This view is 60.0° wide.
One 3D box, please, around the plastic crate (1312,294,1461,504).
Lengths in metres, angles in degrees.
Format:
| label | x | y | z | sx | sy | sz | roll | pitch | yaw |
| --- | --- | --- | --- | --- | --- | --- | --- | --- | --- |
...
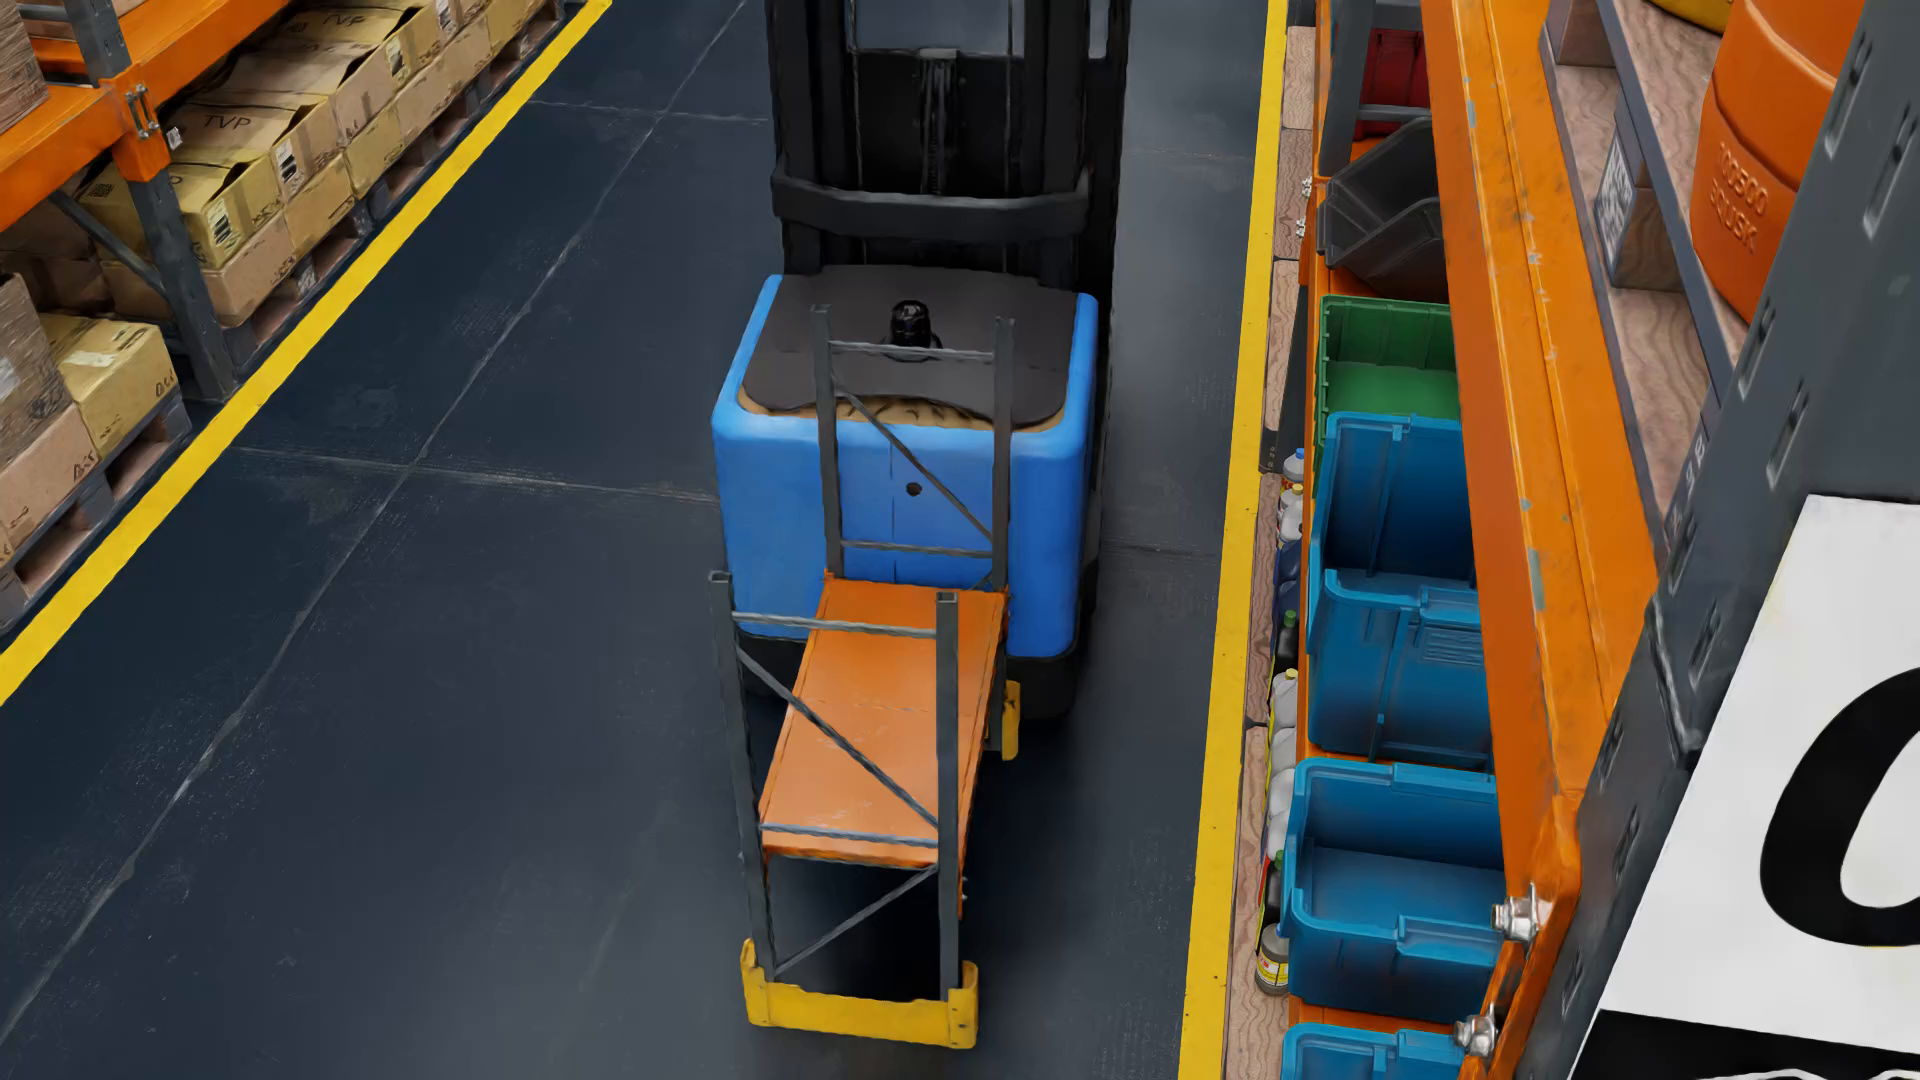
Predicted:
| label | x | y | z | sx | sy | sz | roll | pitch | yaw |
| --- | --- | --- | --- | --- | --- | --- | --- | --- | --- |
| plastic crate | 1.067 | -0.313 | 3.941 | 0.450 | 0.188 | 0.662 | 6 | 40 | 8 |

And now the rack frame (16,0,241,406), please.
| label | x | y | z | sx | sy | sz | roll | pitch | yaw |
| --- | --- | --- | --- | --- | --- | --- | --- | --- | --- |
| rack frame | -3.298 | -1.764 | 5.530 | 1.000 | 3.000 | 0.127 | 6 | 40 | 8 |

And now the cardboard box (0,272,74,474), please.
| label | x | y | z | sx | sy | sz | roll | pitch | yaw |
| --- | --- | --- | --- | --- | --- | --- | --- | --- | --- |
| cardboard box | -3.261 | -0.528 | 5.274 | 0.500 | 0.500 | 0.500 | 6 | 40 | 8 |

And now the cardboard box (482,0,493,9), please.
| label | x | y | z | sx | sy | sz | roll | pitch | yaw |
| --- | --- | --- | --- | --- | --- | --- | --- | --- | --- |
| cardboard box | -2.537 | -2.910 | 8.304 | 0.500 | 0.311 | 0.500 | 6 | 40 | 7 |

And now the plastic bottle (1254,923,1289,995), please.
| label | x | y | z | sx | sy | sz | roll | pitch | yaw |
| --- | --- | --- | --- | --- | --- | --- | --- | --- | --- |
| plastic bottle | 0.774 | 1.003 | 4.034 | 0.097 | 0.201 | 0.097 | 0 | 40 | 0 |

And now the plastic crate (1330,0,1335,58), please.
| label | x | y | z | sx | sy | sz | roll | pitch | yaw |
| --- | --- | --- | --- | --- | --- | --- | --- | --- | --- |
| plastic crate | 1.465 | -1.936 | 5.750 | 0.392 | 0.384 | 0.575 | 6 | 40 | 8 |

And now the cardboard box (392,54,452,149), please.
| label | x | y | z | sx | sy | sz | roll | pitch | yaw |
| --- | --- | --- | --- | --- | --- | --- | --- | --- | --- |
| cardboard box | -2.718 | -2.057 | 7.712 | 0.500 | 0.250 | 0.500 | 7 | 40 | 9 |

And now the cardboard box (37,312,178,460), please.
| label | x | y | z | sx | sy | sz | roll | pitch | yaw |
| --- | --- | --- | --- | --- | --- | --- | --- | --- | --- |
| cardboard box | -3.163 | -0.551 | 5.891 | 0.500 | 0.250 | 0.500 | 6 | 40 | 8 |

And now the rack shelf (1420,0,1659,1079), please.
| label | x | y | z | sx | sy | sz | roll | pitch | yaw |
| --- | --- | --- | --- | --- | --- | --- | --- | --- | --- |
| rack shelf | 1.234 | -0.839 | 2.621 | 1.077 | 0.370 | 4.000 | 6 | 40 | 8 |

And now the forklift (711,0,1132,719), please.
| label | x | y | z | sx | sy | sz | roll | pitch | yaw |
| --- | --- | --- | --- | --- | --- | --- | --- | --- | --- |
| forklift | -0.008 | -1.527 | 5.297 | 1.130 | 2.935 | 3.031 | 4 | 40 | 5 |

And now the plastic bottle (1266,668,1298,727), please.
| label | x | y | z | sx | sy | sz | roll | pitch | yaw |
| --- | --- | --- | --- | --- | --- | --- | --- | --- | --- |
| plastic bottle | 0.927 | 0.448 | 4.705 | 0.097 | 0.201 | 0.097 | 0 | 40 | 0 |

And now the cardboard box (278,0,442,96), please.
| label | x | y | z | sx | sy | sz | roll | pitch | yaw |
| --- | --- | --- | --- | --- | --- | --- | --- | --- | --- |
| cardboard box | -2.716 | -2.279 | 7.541 | 0.500 | 0.311 | 0.500 | 7 | 40 | 9 |

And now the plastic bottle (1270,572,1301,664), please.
| label | x | y | z | sx | sy | sz | roll | pitch | yaw |
| --- | --- | --- | --- | --- | --- | --- | --- | --- | --- |
| plastic bottle | 0.999 | 0.215 | 4.869 | 0.144 | 0.351 | 0.185 | 5 | 40 | 6 |

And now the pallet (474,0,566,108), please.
| label | x | y | z | sx | sy | sz | roll | pitch | yaw |
| --- | --- | --- | --- | --- | --- | --- | --- | --- | --- |
| pallet | -2.786 | -2.687 | 8.835 | 1.003 | 0.211 | 1.213 | 6 | 40 | 8 |

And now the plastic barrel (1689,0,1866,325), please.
| label | x | y | z | sx | sy | sz | roll | pitch | yaw |
| --- | --- | --- | --- | --- | --- | --- | --- | --- | --- |
| plastic barrel | 0.847 | -0.508 | 0.989 | 0.600 | 0.830 | 0.708 | 6 | 40 | 8 |

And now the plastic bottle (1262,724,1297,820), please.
| label | x | y | z | sx | sy | sz | roll | pitch | yaw |
| --- | --- | --- | --- | --- | --- | --- | --- | --- | --- |
| plastic bottle | 0.893 | 0.599 | 4.405 | 0.144 | 0.351 | 0.185 | 8 | 40 | 10 |

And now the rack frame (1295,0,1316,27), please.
| label | x | y | z | sx | sy | sz | roll | pitch | yaw |
| --- | --- | --- | --- | --- | --- | --- | --- | --- | --- |
| rack frame | 2.272 | -3.726 | 7.902 | 1.000 | 3.000 | 0.127 | 6 | 40 | 8 |

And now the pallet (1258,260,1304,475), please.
| label | x | y | z | sx | sy | sz | roll | pitch | yaw |
| --- | --- | --- | --- | --- | --- | --- | --- | --- | --- |
| pallet | 1.678 | -0.638 | 6.356 | 1.003 | 0.211 | 1.213 | 6 | 40 | 8 |

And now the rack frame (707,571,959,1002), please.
| label | x | y | z | sx | sy | sz | roll | pitch | yaw |
| --- | --- | --- | --- | --- | --- | --- | --- | --- | --- |
| rack frame | -0.252 | 0.670 | 3.762 | 0.500 | 1.500 | 0.032 | 5 | 40 | 6 |

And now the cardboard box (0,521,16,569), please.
| label | x | y | z | sx | sy | sz | roll | pitch | yaw |
| --- | --- | --- | --- | --- | --- | --- | --- | --- | --- |
| cardboard box | -3.331 | 0.077 | 5.131 | 0.500 | 0.250 | 0.500 | 6 | 40 | 8 |

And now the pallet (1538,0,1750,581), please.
| label | x | y | z | sx | sy | sz | roll | pitch | yaw |
| --- | --- | --- | --- | --- | --- | --- | --- | --- | --- |
| pallet | 1.128 | -0.297 | 1.549 | 1.003 | 0.211 | 1.213 | 6 | 40 | 8 |

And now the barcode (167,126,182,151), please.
| label | x | y | z | sx | sy | sz | roll | pitch | yaw |
| --- | --- | --- | --- | --- | --- | --- | --- | --- | --- |
| barcode | -2.844 | -1.454 | 6.018 | 0.001 | 0.075 | 0.075 | 6 | 40 | 8 |

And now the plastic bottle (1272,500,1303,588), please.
| label | x | y | z | sx | sy | sz | roll | pitch | yaw |
| --- | --- | --- | --- | --- | --- | --- | --- | --- | --- |
| plastic bottle | 1.064 | 0.022 | 5.161 | 0.152 | 0.276 | 0.135 | 8 | 40 | 9 |

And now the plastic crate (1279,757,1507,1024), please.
| label | x | y | z | sx | sy | sz | roll | pitch | yaw |
| --- | --- | --- | --- | --- | --- | --- | --- | --- | --- |
| plastic crate | 0.798 | 0.598 | 2.789 | 0.499 | 0.251 | 0.408 | 6 | 40 | 8 |

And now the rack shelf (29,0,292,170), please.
| label | x | y | z | sx | sy | sz | roll | pitch | yaw |
| --- | --- | --- | --- | --- | --- | --- | --- | --- | --- |
| rack shelf | -2.952 | -2.742 | 7.277 | 1.077 | 0.370 | 4.000 | 6 | 40 | 8 |

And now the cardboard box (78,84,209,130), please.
| label | x | y | z | sx | sy | sz | roll | pitch | yaw |
| --- | --- | --- | --- | --- | --- | --- | --- | --- | --- |
| cardboard box | -3.426 | -1.695 | 6.835 | 0.500 | 0.311 | 0.500 | 7 | 40 | 9 |

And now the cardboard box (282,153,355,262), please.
| label | x | y | z | sx | sy | sz | roll | pitch | yaw |
| --- | --- | --- | --- | --- | --- | --- | --- | --- | --- |
| cardboard box | -2.894 | -1.413 | 6.933 | 0.500 | 0.250 | 0.500 | 7 | 40 | 9 |

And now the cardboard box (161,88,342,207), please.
| label | x | y | z | sx | sy | sz | roll | pitch | yaw |
| --- | --- | --- | --- | --- | --- | --- | --- | --- | --- |
| cardboard box | -2.889 | -1.628 | 6.753 | 0.500 | 0.311 | 0.500 | 6 | 40 | 7 |

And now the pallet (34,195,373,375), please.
| label | x | y | z | sx | sy | sz | roll | pitch | yaw |
| --- | --- | --- | --- | --- | --- | --- | --- | --- | --- |
| pallet | -3.209 | -1.156 | 6.982 | 1.003 | 0.211 | 1.213 | 6 | 40 | 8 |

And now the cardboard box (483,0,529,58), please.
| label | x | y | z | sx | sy | sz | roll | pitch | yaw |
| --- | --- | --- | --- | --- | --- | --- | --- | --- | --- |
| cardboard box | -2.542 | -2.696 | 8.485 | 0.500 | 0.250 | 0.500 | 6 | 40 | 7 |

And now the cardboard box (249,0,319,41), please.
| label | x | y | z | sx | sy | sz | roll | pitch | yaw |
| --- | --- | --- | --- | --- | --- | --- | --- | --- | --- |
| cardboard box | -3.247 | -2.323 | 7.594 | 0.500 | 0.311 | 0.500 | 6 | 40 | 7 |

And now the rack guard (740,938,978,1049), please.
| label | x | y | z | sx | sy | sz | roll | pitch | yaw |
| --- | --- | --- | --- | --- | --- | --- | --- | --- | --- |
| rack guard | -0.250 | 1.140 | 4.176 | 0.587 | 0.250 | 0.087 | 5 | 40 | 6 |

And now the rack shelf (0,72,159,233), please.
| label | x | y | z | sx | sy | sz | roll | pitch | yaw |
| --- | --- | --- | --- | --- | --- | --- | --- | --- | --- |
| rack shelf | -3.644 | -0.232 | 4.241 | 1.077 | 0.370 | 4.000 | 6 | 40 | 8 |

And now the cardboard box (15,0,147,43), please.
| label | x | y | z | sx | sy | sz | roll | pitch | yaw |
| --- | --- | --- | --- | --- | --- | --- | --- | --- | --- |
| cardboard box | -3.256 | -2.020 | 5.957 | 0.500 | 0.250 | 0.500 | 9 | 40 | 10 |

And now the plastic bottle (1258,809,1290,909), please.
| label | x | y | z | sx | sy | sz | roll | pitch | yaw |
| --- | --- | --- | --- | --- | --- | --- | --- | --- | --- |
| plastic bottle | 0.845 | 0.819 | 4.198 | 0.152 | 0.276 | 0.135 | 7 | 40 | 8 |

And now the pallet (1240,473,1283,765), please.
| label | x | y | z | sx | sy | sz | roll | pitch | yaw |
| --- | --- | --- | --- | --- | --- | --- | --- | --- | --- |
| pallet | 1.423 | 0.276 | 5.250 | 1.003 | 0.211 | 1.213 | 6 | 40 | 8 |

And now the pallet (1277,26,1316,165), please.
| label | x | y | z | sx | sy | sz | roll | pitch | yaw |
| --- | --- | --- | --- | --- | --- | --- | --- | --- | --- |
| pallet | 2.100 | -2.169 | 8.208 | 1.003 | 0.211 | 1.213 | 6 | 40 | 8 |

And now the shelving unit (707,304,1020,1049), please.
| label | x | y | z | sx | sy | sz | roll | pitch | yaw |
| --- | --- | --- | --- | --- | --- | --- | --- | --- | --- |
| shelving unit | -0.184 | 0.343 | 4.158 | 0.587 | 1.500 | 1.083 | 5 | 40 | 6 |

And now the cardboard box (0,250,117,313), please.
| label | x | y | z | sx | sy | sz | roll | pitch | yaw |
| --- | --- | --- | --- | --- | --- | --- | --- | --- | --- |
| cardboard box | -3.512 | -1.158 | 6.625 | 0.500 | 0.250 | 0.500 | 6 | 40 | 7 |

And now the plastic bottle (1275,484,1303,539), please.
| label | x | y | z | sx | sy | sz | roll | pitch | yaw |
| --- | --- | --- | --- | --- | --- | --- | --- | --- | --- |
| plastic bottle | 1.076 | -0.091 | 5.357 | 0.097 | 0.201 | 0.097 | 0 | 40 | 0 |
